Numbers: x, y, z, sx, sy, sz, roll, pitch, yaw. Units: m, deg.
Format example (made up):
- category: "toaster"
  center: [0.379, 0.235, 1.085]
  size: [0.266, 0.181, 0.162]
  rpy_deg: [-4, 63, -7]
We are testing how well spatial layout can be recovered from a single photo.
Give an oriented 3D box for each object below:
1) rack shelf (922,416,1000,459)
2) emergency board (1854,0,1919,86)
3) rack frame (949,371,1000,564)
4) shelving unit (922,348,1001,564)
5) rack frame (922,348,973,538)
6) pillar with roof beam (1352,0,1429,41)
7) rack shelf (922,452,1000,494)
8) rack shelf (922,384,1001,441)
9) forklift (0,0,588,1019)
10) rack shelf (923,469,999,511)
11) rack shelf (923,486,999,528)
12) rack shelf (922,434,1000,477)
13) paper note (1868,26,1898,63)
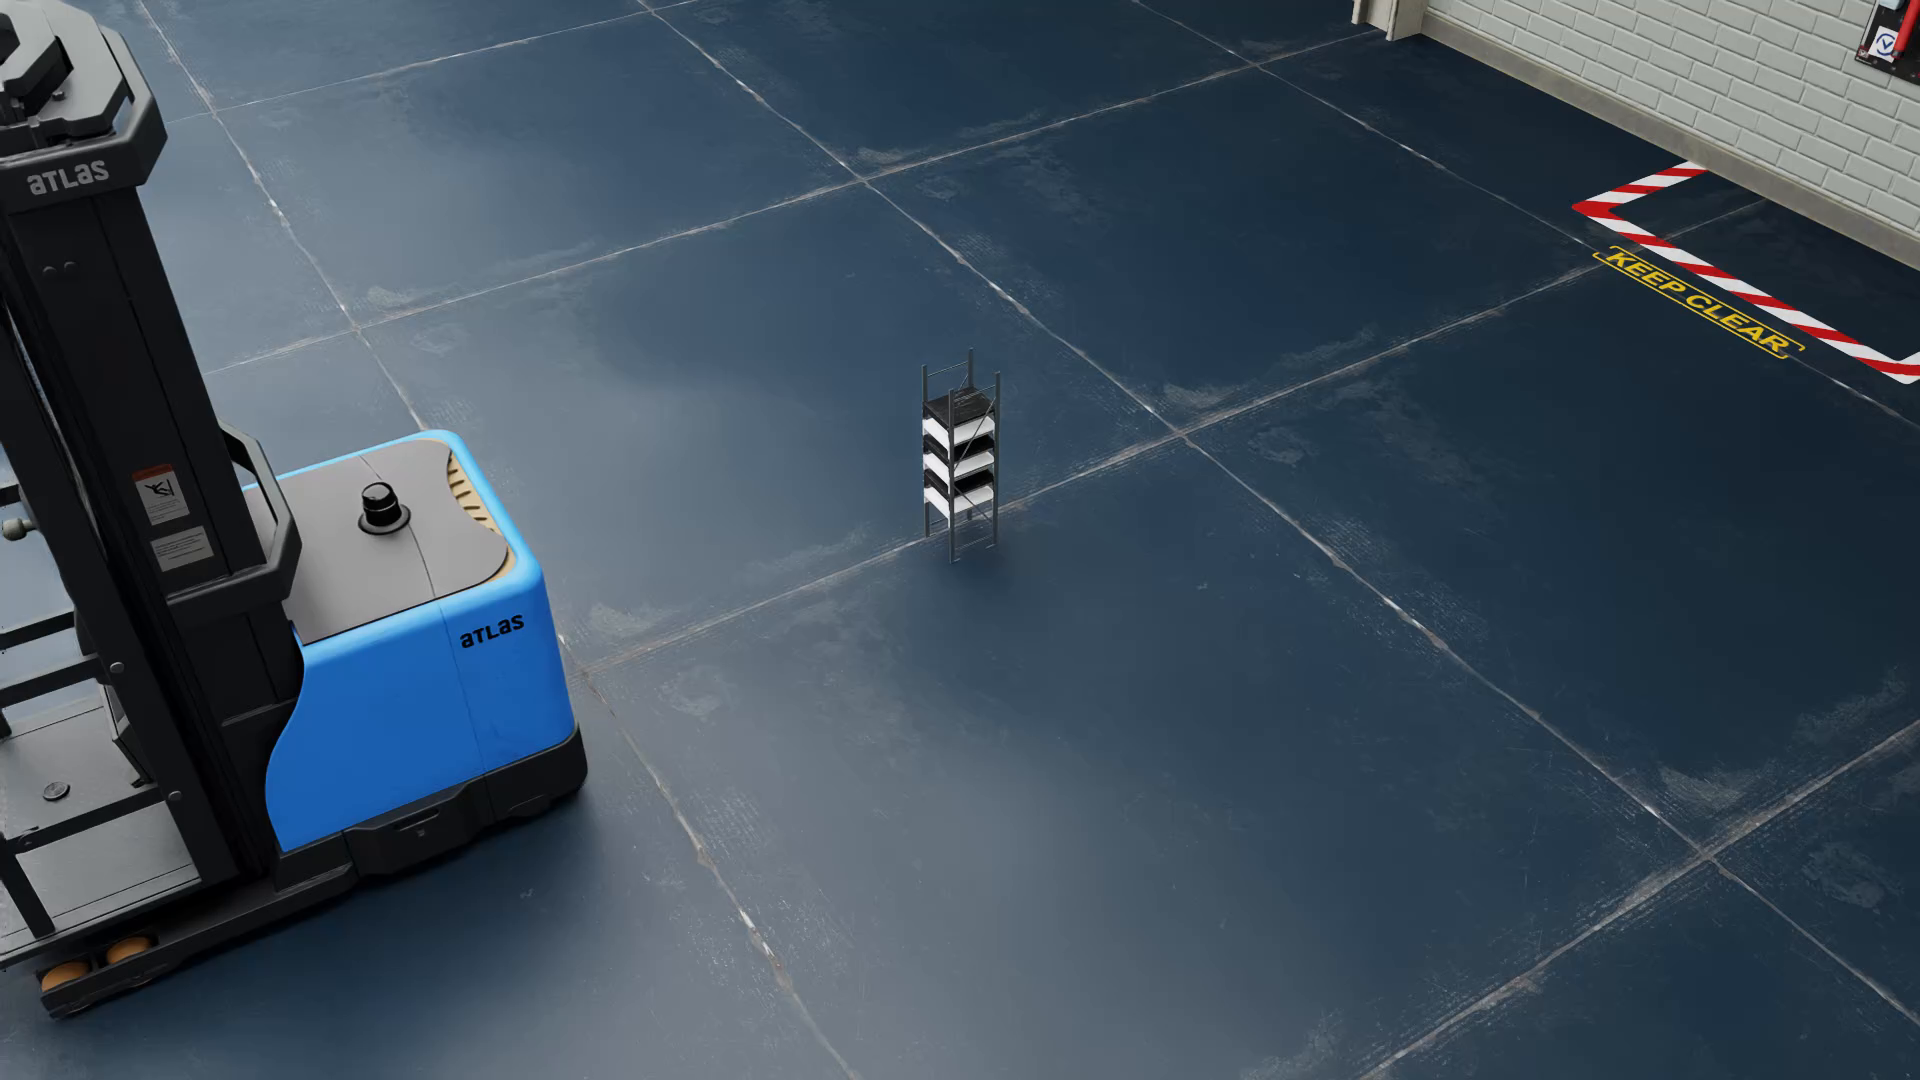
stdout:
- category: "rack shelf"
  center: [0.004, -0.454, 6.863]
  size: [0.258, 0.077, 0.200]
  rpy_deg: [-22, 45, -24]
- category: "emergency board"
  center: [4.888, -2.817, 8.287]
  size: [0.194, 1.169, 0.643]
  rpy_deg: [-22, 45, -24]
- category: "rack frame"
  center: [0.059, -0.286, 6.891]
  size: [0.240, 0.900, 0.006]
  rpy_deg: [-22, 45, -24]
- category: "shelving unit"
  center: [0.004, -0.341, 6.957]
  size: [0.258, 0.900, 0.210]
  rpy_deg: [-22, 45, -24]
- category: "rack frame"
  center: [-0.050, -0.396, 7.023]
  size: [0.240, 0.900, 0.006]
  rpy_deg: [-22, 45, -24]
- category: "pillar with roof beam"
  center: [-0.671, -5.531, 6.858]
  size: [9.100, 9.000, 0.400]
  rpy_deg: [-22, 45, -24]
- category: "rack shelf"
  center: [0.004, -0.316, 6.978]
  size: [0.258, 0.077, 0.200]
  rpy_deg: [-22, 45, -24]
- category: "rack shelf"
  center: [0.004, -0.523, 6.805]
  size: [0.258, 0.077, 0.200]
  rpy_deg: [-22, 45, -24]
- category: "forklift"
  center: [-2.897, 0.020, 4.937]
  size: [3.031, 2.935, 1.130]
  rpy_deg: [-21, 44, -23]
- category: "rack shelf"
  center: [0.004, -0.247, 7.036]
  size: [0.258, 0.077, 0.200]
  rpy_deg: [-22, 45, -24]
- category: "rack shelf"
  center: [0.004, -0.177, 7.093]
  size: [0.258, 0.077, 0.200]
  rpy_deg: [-22, 45, -24]
- category: "rack shelf"
  center: [0.004, -0.385, 6.920]
  size: [0.258, 0.077, 0.200]
  rpy_deg: [-22, 45, -24]
- category: "paper note"
  center: [4.851, -2.598, 8.713]
  size: [0.016, 0.148, 0.142]
  rpy_deg: [-22, 45, -24]
